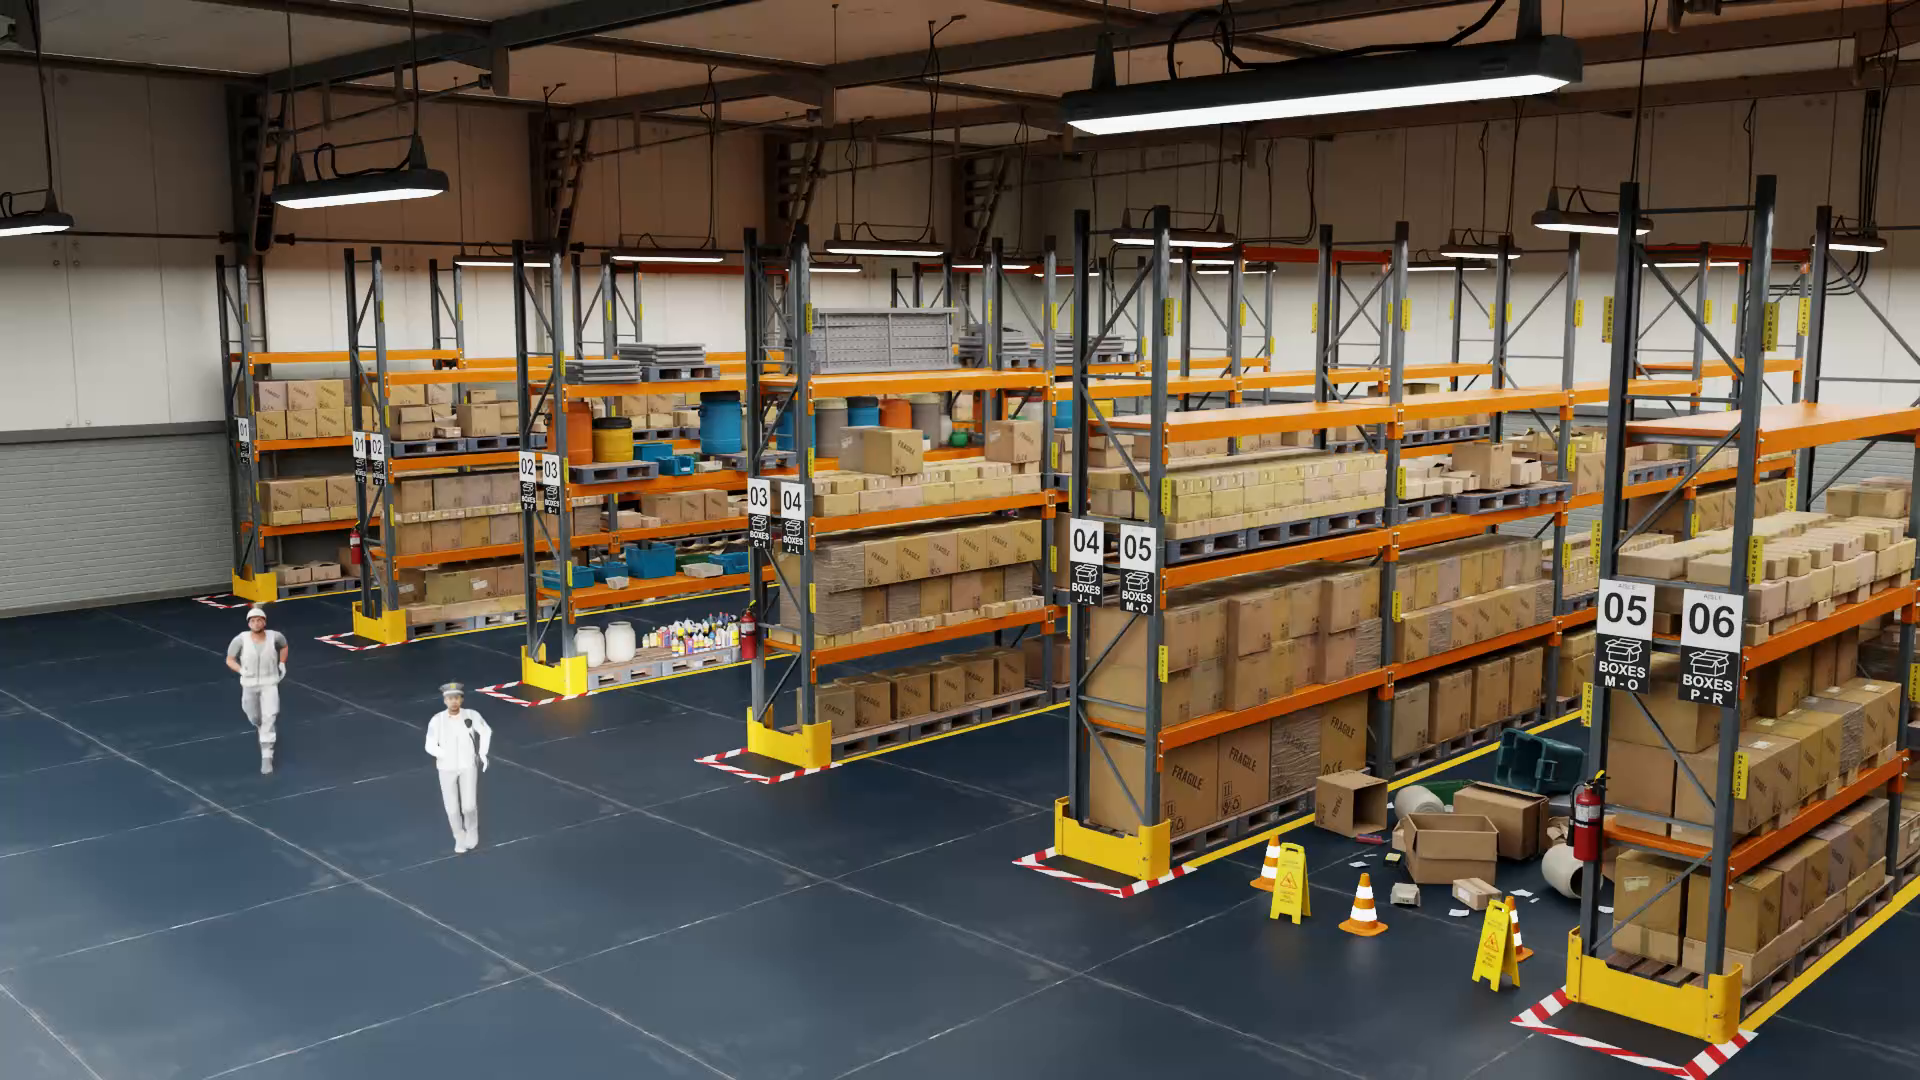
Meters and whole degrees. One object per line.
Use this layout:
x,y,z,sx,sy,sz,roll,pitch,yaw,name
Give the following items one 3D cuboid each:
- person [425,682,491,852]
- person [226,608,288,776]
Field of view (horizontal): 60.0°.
-4.688,2.143,15.561,0.584,1.659,0.597,-2,8,-14,person
-7.906,1.644,18.736,0.623,1.791,1.163,-2,8,-15,person
